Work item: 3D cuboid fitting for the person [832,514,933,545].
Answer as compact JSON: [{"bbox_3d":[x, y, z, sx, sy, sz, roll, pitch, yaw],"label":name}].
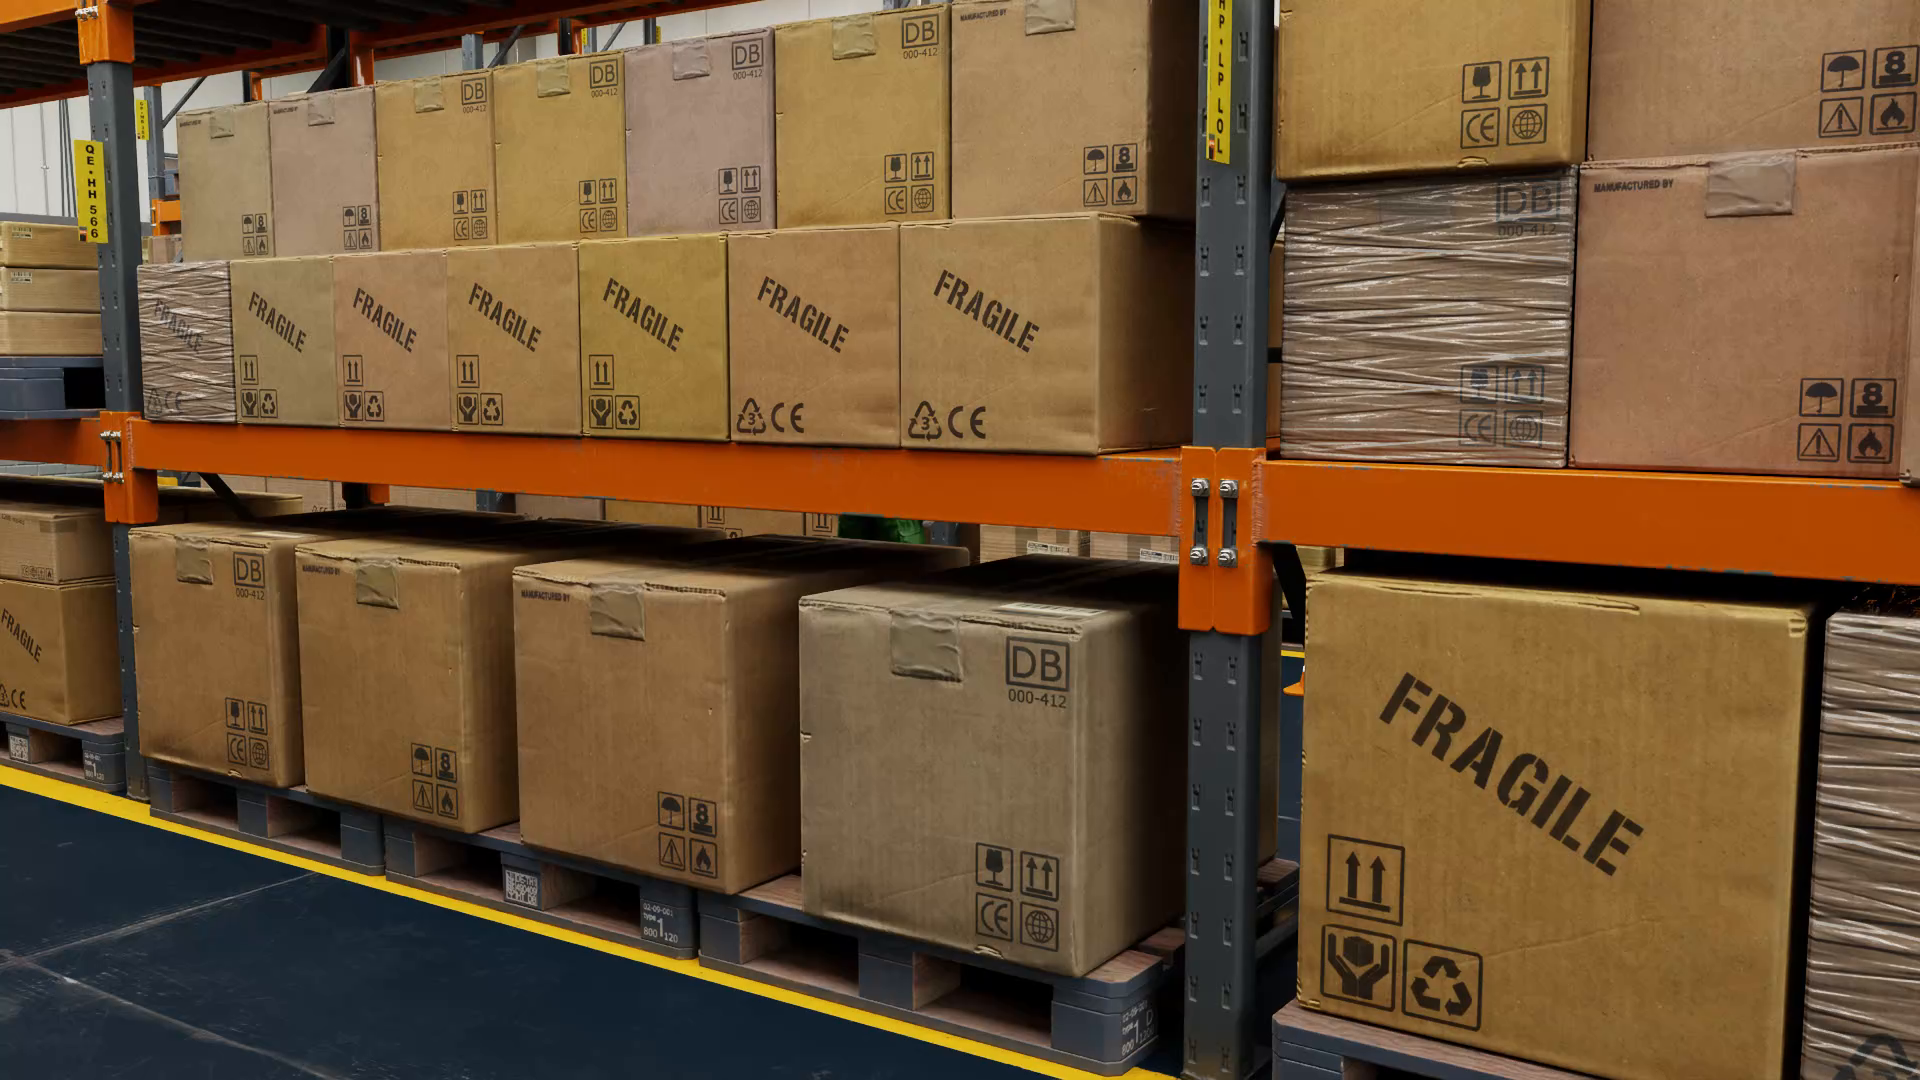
[{"bbox_3d":[-0.363,-0.220,7.669,0.609,1.779,0.454,4,7,33],"label":"person"}]
